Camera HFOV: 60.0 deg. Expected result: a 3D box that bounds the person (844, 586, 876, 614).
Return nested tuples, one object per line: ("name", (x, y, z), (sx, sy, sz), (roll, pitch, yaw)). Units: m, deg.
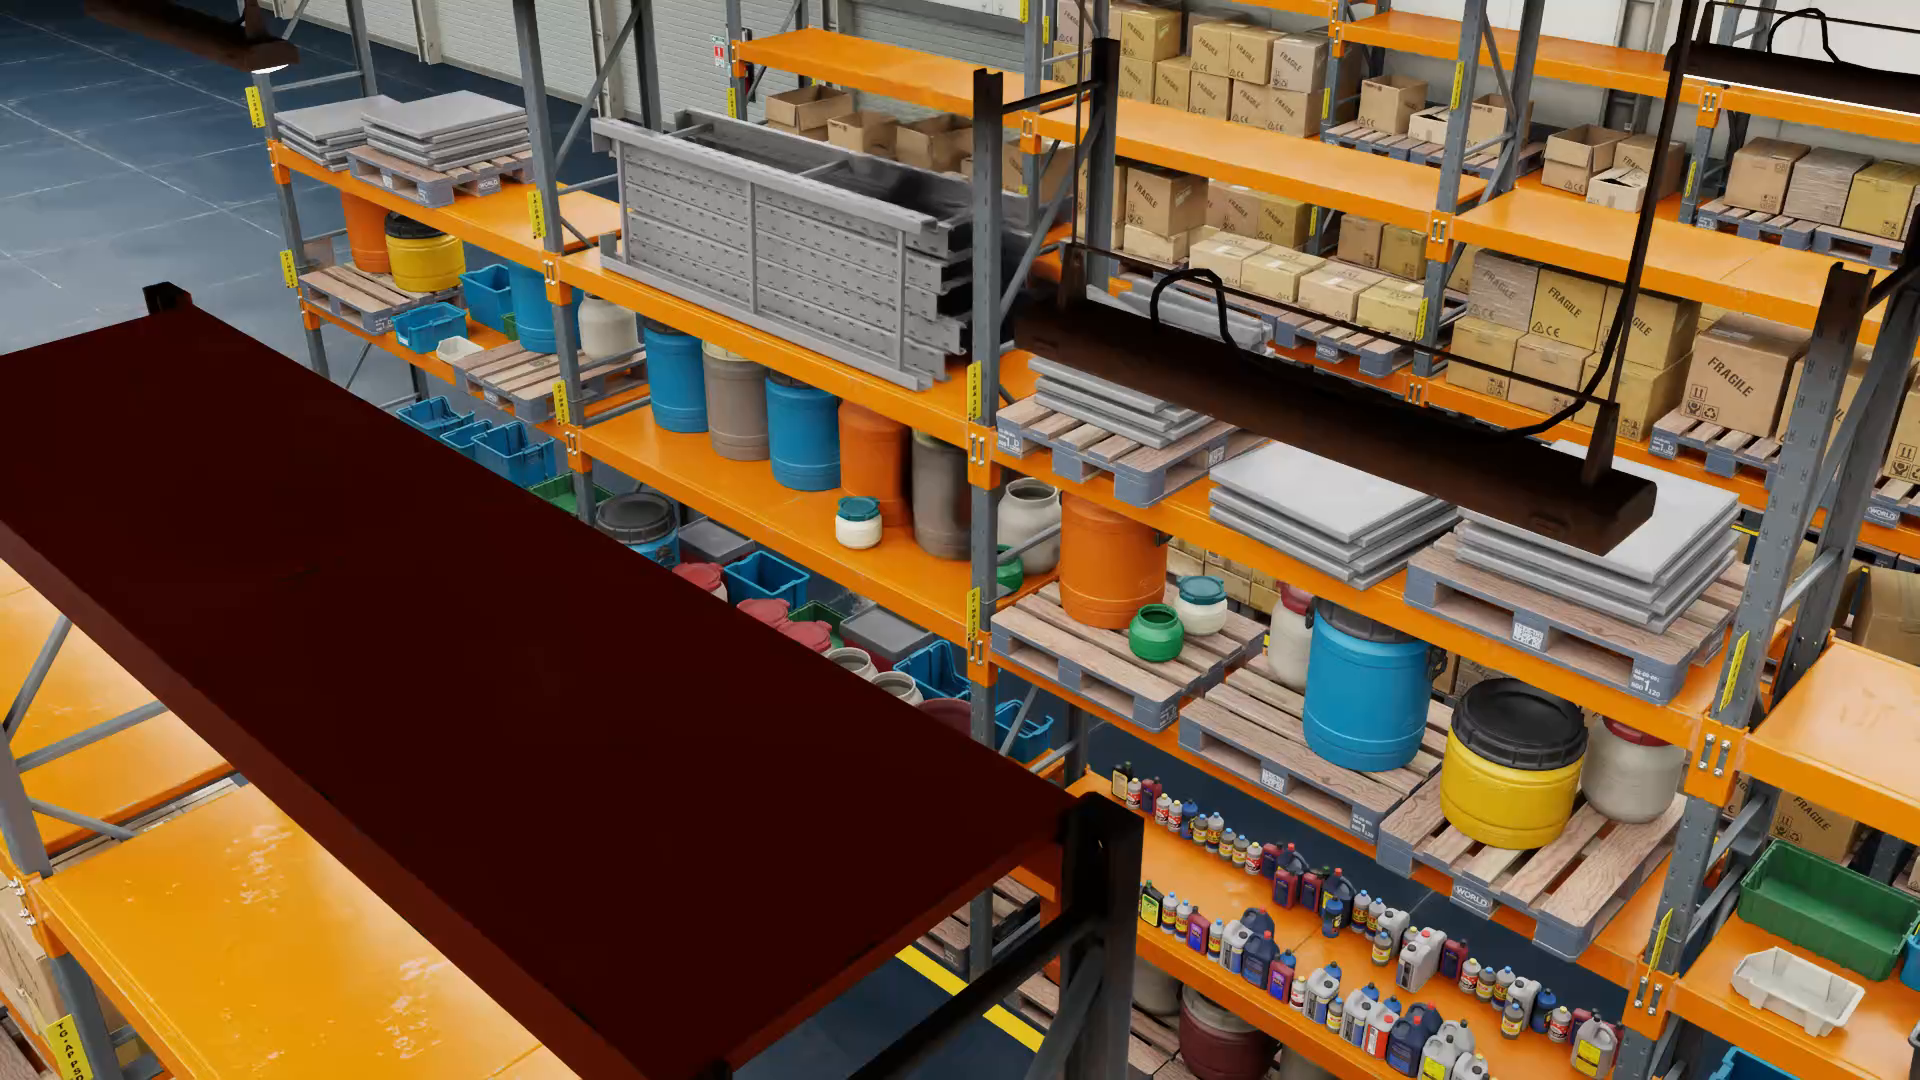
("person", (-0.916, 0.026, 13.812), (0.690, 1.837, 0.641), (17, 34, 28))
